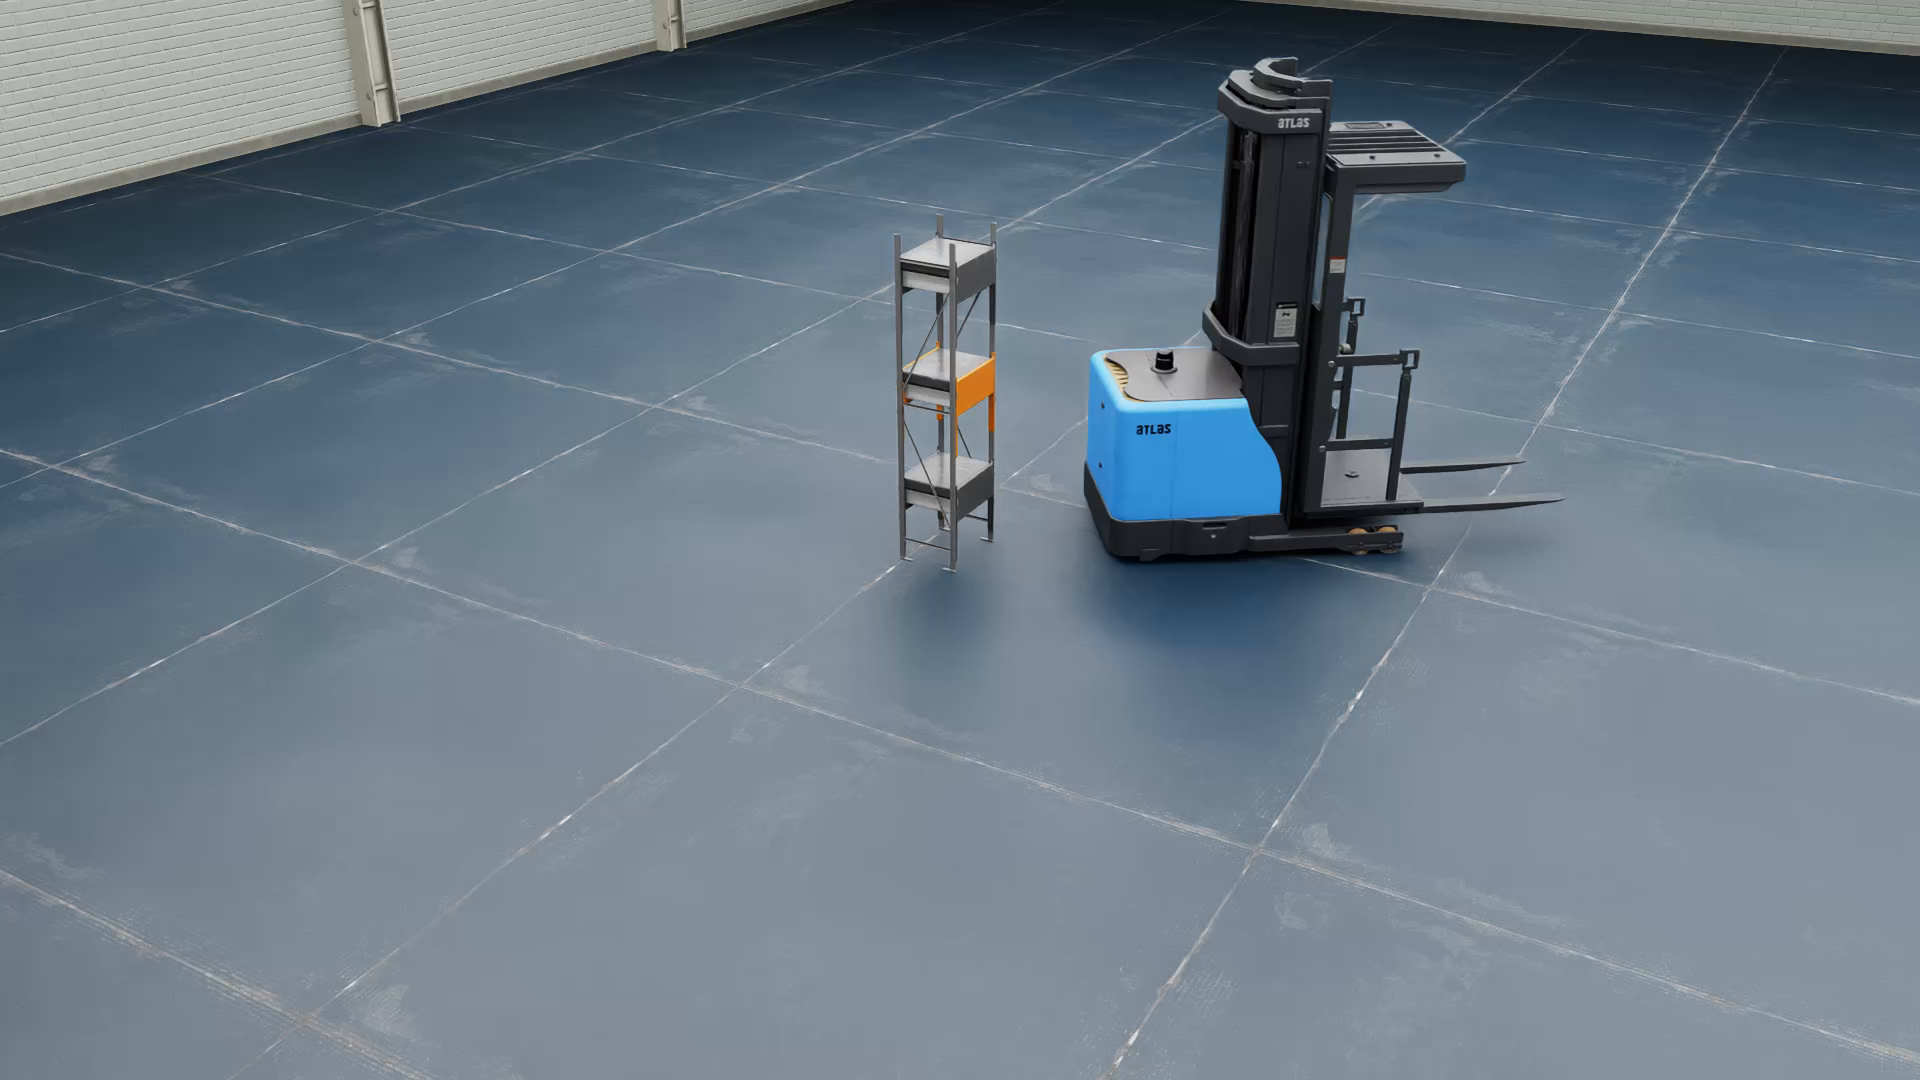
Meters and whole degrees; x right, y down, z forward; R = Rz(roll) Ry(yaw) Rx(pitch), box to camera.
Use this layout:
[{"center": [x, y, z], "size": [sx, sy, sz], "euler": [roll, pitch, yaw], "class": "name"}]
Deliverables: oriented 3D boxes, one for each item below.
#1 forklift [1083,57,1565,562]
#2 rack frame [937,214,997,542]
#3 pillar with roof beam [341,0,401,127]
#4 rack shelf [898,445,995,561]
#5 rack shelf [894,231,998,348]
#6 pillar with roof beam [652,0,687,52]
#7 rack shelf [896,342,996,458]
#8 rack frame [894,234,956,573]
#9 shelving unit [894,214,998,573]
[{"center": [2.386, -1.448, 10.369], "size": [3.031, 2.935, 1.130], "euler": [-3, 27, -6], "class": "forklift"}, {"center": [0.039, -0.970, 10.341], "size": [0.400, 2.100, 0.015], "euler": [14, 30, 26], "class": "rack frame"}, {"center": [-3.760, -8.491, 17.660], "size": [9.100, 9.000, 0.400], "euler": [14, 30, 26], "class": "pillar with roof beam"}, {"center": [-0.081, -0.236, 10.471], "size": [0.431, 0.518, 0.480], "euler": [14, 30, 26], "class": "rack shelf"}, {"center": [-0.081, -1.488, 9.844], "size": [0.431, 0.518, 0.480], "euler": [14, 30, 26], "class": "rack shelf"}, {"center": [-0.809, -10.830, 22.331], "size": [9.100, 9.000, 0.400], "euler": [14, 30, 26], "class": "pillar with roof beam"}, {"center": [-0.081, -0.862, 10.157], "size": [0.431, 0.518, 0.480], "euler": [14, 30, 26], "class": "rack shelf"}, {"center": [-0.201, -0.779, 9.961], "size": [0.400, 2.100, 0.015], "euler": [14, 30, 26], "class": "rack frame"}, {"center": [-0.081, -0.874, 10.151], "size": [0.431, 2.100, 0.503], "euler": [14, 30, 26], "class": "shelving unit"}]
